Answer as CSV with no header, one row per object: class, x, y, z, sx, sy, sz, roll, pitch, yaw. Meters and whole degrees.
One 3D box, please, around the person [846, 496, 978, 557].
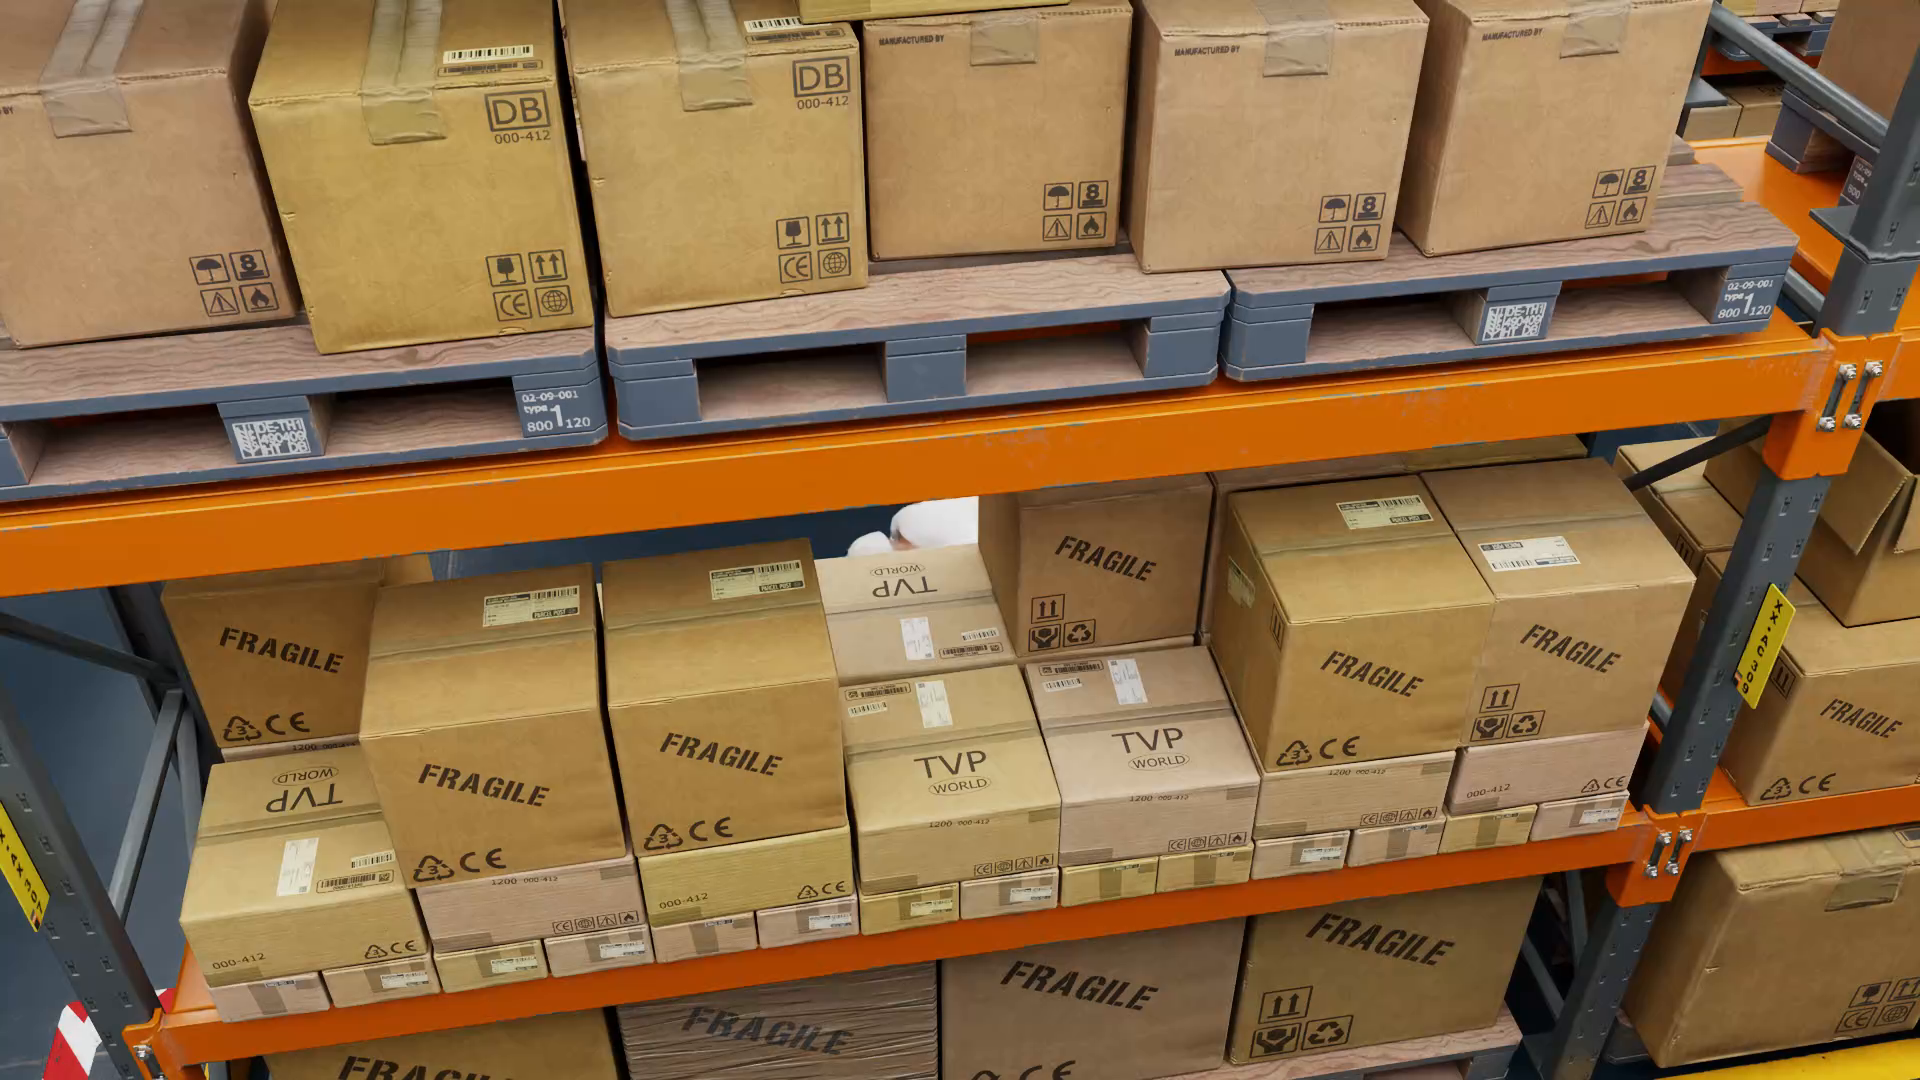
person,0.000,0.251,6.370,0.982,1.075,0.480,-25,45,-28
